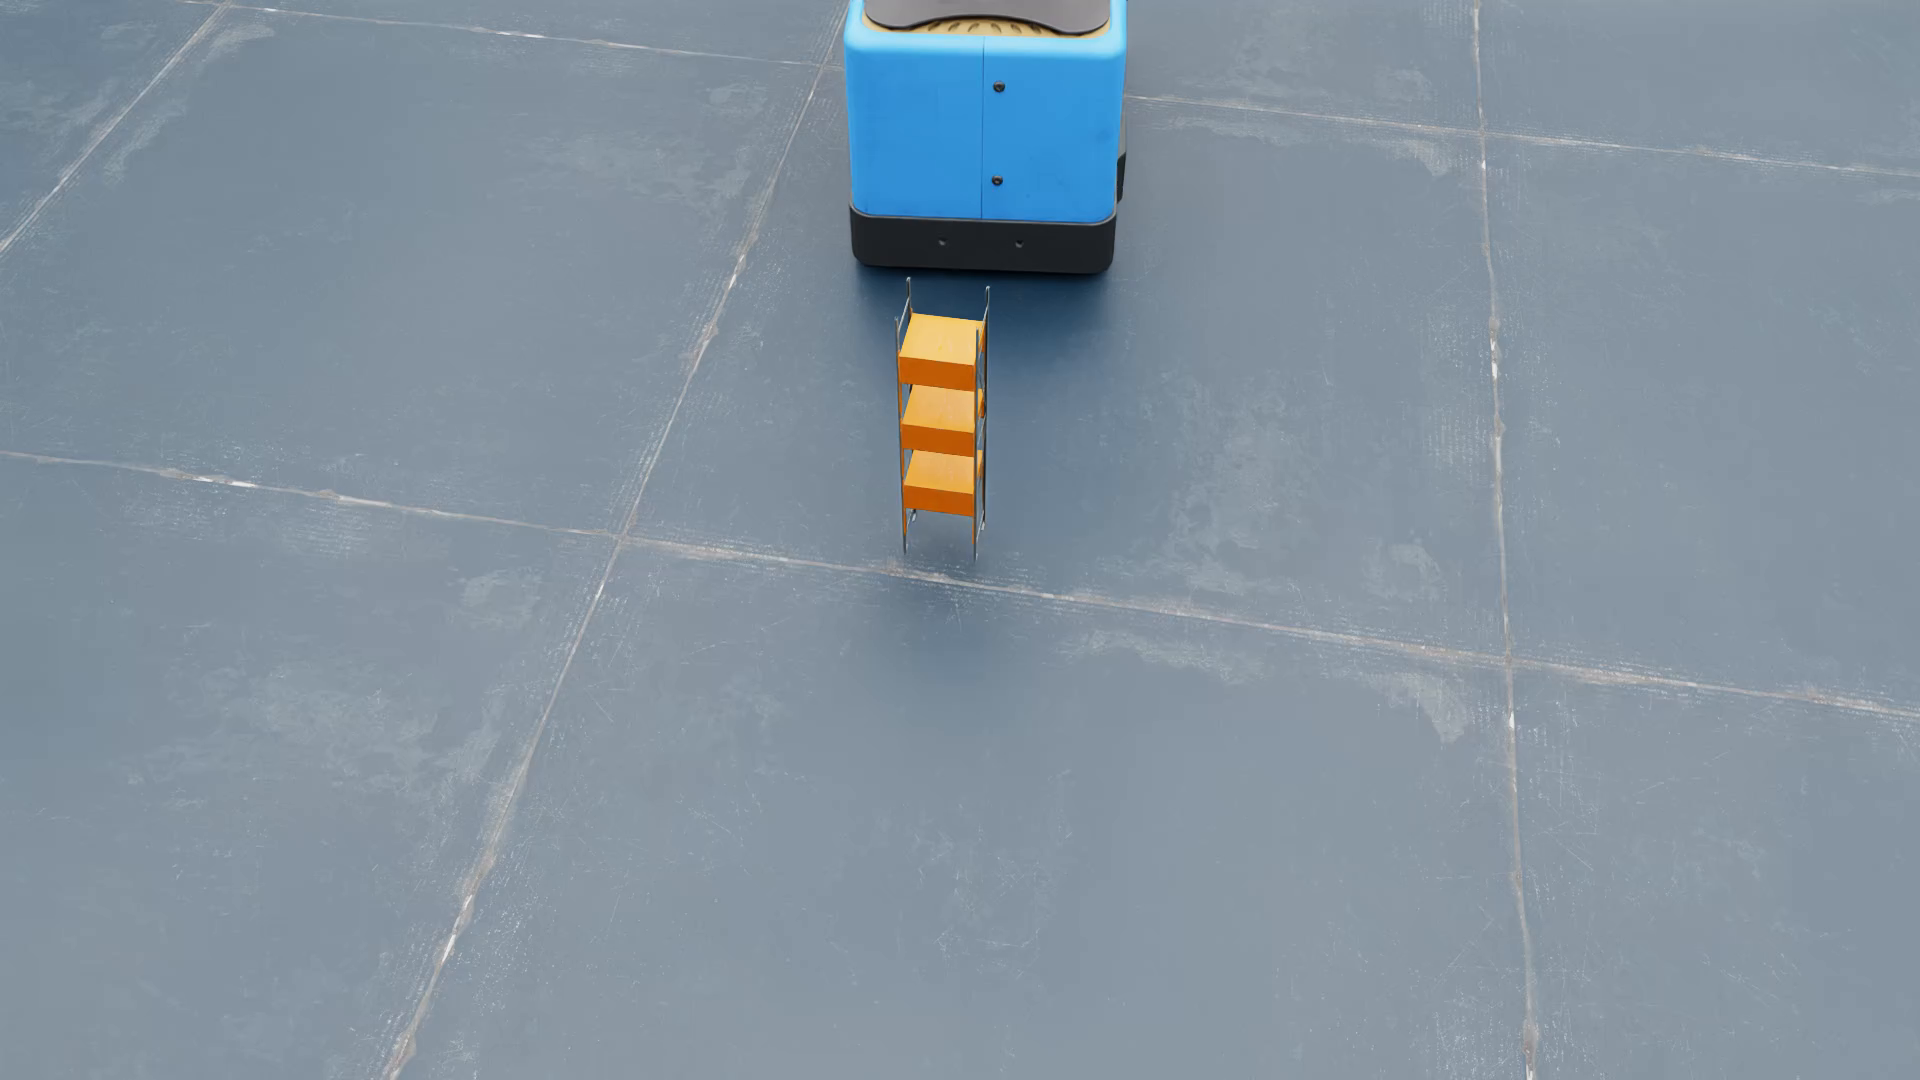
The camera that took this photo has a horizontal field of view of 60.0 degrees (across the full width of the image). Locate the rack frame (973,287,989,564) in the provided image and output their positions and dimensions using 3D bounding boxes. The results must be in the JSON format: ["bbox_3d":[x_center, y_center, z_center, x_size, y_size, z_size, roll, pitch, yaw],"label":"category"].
[{"bbox_3d":[0.067,-0.342,5.351,0.008,1.050,0.200,8,49,7],"label":"rack frame"}]

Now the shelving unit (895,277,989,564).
[{"bbox_3d":[-0.053,-0.358,5.366,0.252,1.050,0.215,8,49,7],"label":"shelving unit"}]

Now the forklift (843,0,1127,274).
[{"bbox_3d":[0.173,-3.131,6.593,1.130,2.935,3.031,3,48,2],"label":"forklift"}]

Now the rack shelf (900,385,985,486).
[{"bbox_3d":[-0.053,-0.351,5.374,0.240,0.259,0.215,8,49,7],"label":"rack shelf"}]

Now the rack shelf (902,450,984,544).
[{"bbox_3d":[-0.053,-0.165,5.580,0.240,0.259,0.215,8,49,7],"label":"rack shelf"}]

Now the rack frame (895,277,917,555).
[{"bbox_3d":[-0.173,-0.374,5.380,0.008,1.050,0.200,8,49,7],"label":"rack frame"}]

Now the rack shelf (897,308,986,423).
[{"bbox_3d":[-0.053,-0.541,5.163,0.240,0.259,0.215,8,49,7],"label":"rack shelf"}]
